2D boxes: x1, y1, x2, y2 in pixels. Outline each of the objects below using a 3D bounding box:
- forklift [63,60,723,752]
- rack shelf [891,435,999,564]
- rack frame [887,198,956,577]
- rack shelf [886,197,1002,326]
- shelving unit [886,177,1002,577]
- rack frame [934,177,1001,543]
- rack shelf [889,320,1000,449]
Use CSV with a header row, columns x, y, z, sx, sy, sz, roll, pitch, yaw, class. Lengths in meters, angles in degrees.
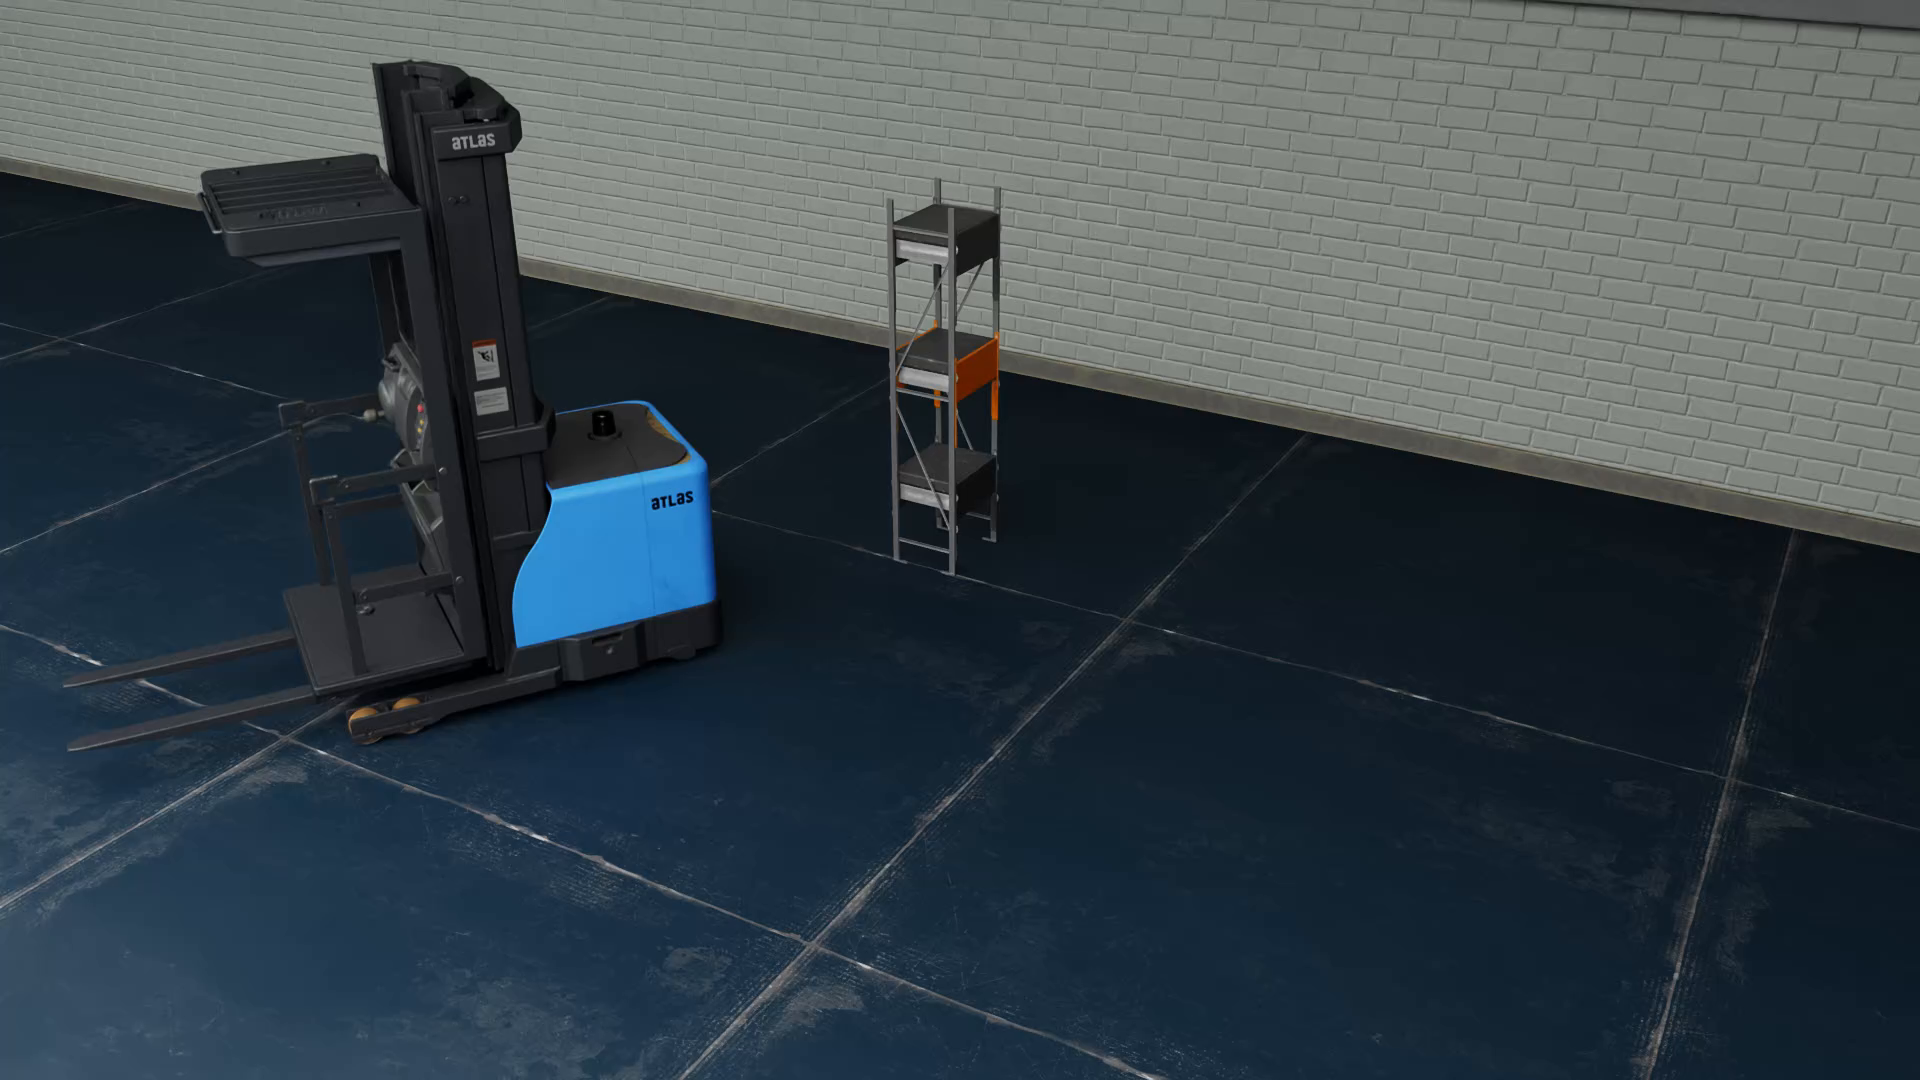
x,y,z,sx,sy,sz,roll,pitch,yaw,class
-2.772,-0.620,7.714,3.031,2.935,1.130,-13,29,-24,forklift
-0.081,-0.236,9.471,0.431,0.518,0.480,14,30,26,rack shelf
-0.201,-0.779,8.961,0.400,2.100,0.015,14,30,26,rack frame
-0.081,-1.488,8.844,0.431,0.518,0.480,14,30,26,rack shelf
-0.081,-0.874,9.151,0.431,2.100,0.503,14,30,26,shelving unit
0.039,-0.970,9.341,0.400,2.100,0.015,14,30,26,rack frame
-0.081,-0.862,9.157,0.431,0.518,0.480,14,30,26,rack shelf
